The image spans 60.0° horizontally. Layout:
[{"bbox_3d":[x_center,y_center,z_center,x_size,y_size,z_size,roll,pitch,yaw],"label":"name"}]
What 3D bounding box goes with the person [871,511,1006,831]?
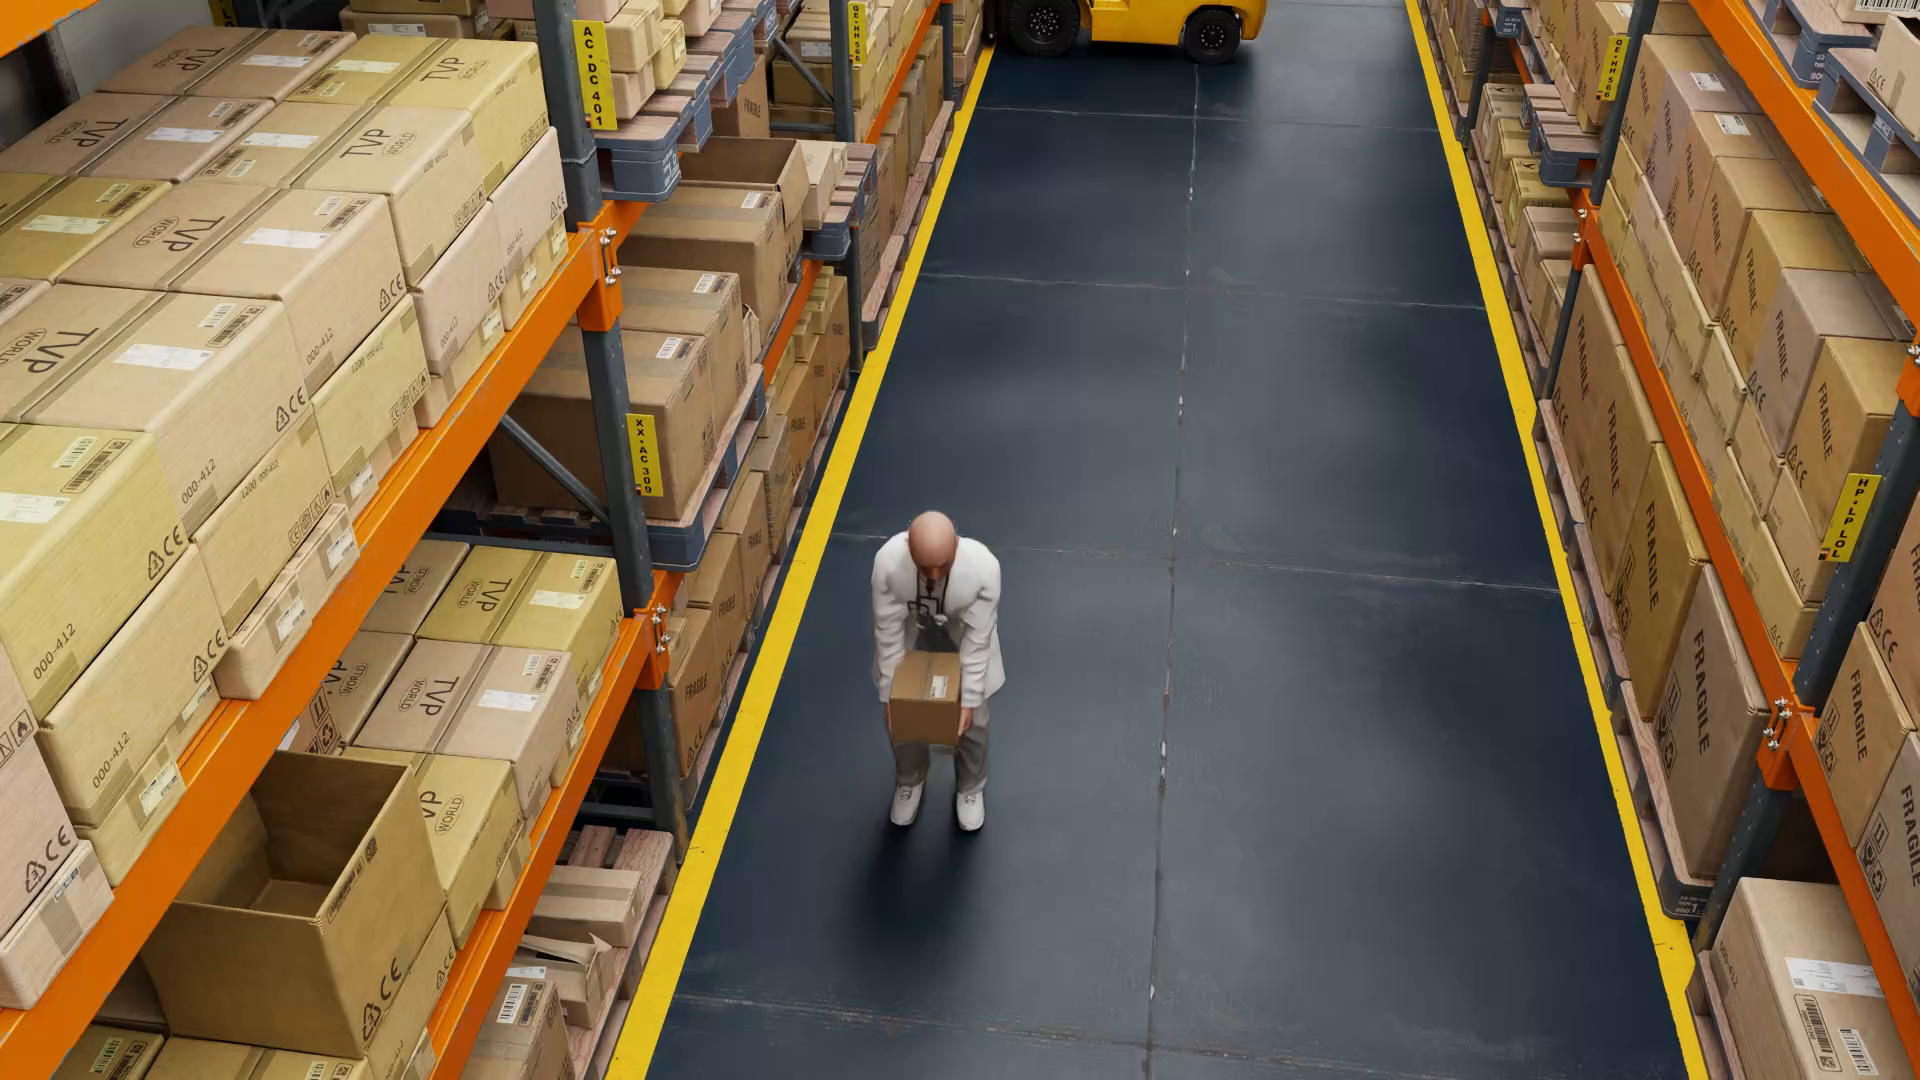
[{"bbox_3d":[-0.105,0.478,6.478,0.527,1.680,0.628,4,36,5],"label":"person"}]
